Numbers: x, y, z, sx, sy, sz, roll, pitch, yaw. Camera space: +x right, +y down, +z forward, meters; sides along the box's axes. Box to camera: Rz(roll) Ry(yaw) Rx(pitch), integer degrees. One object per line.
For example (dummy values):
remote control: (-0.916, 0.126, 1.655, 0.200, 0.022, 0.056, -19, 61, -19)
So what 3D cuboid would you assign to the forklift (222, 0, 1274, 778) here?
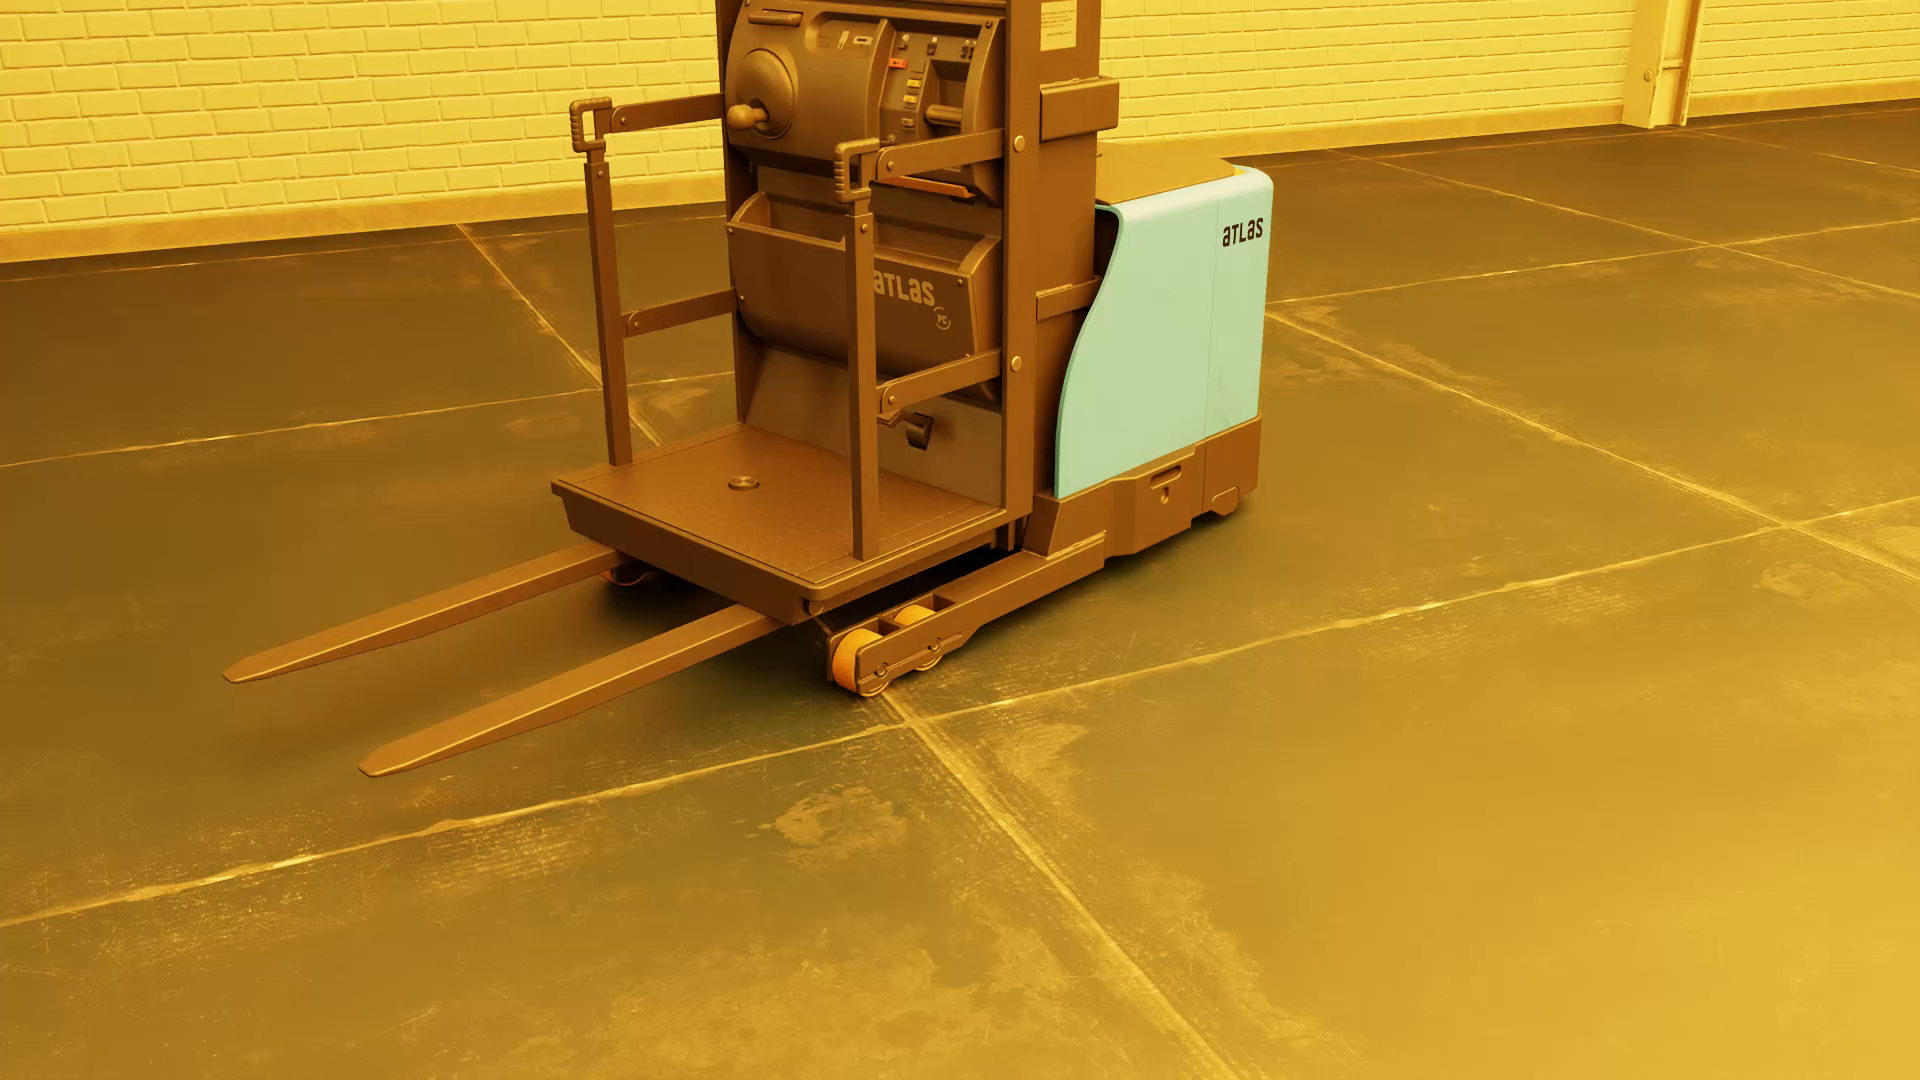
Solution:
forklift: (-0.413, -1.182, 4.131, 1.130, 2.935, 3.031, 19, 29, 39)
